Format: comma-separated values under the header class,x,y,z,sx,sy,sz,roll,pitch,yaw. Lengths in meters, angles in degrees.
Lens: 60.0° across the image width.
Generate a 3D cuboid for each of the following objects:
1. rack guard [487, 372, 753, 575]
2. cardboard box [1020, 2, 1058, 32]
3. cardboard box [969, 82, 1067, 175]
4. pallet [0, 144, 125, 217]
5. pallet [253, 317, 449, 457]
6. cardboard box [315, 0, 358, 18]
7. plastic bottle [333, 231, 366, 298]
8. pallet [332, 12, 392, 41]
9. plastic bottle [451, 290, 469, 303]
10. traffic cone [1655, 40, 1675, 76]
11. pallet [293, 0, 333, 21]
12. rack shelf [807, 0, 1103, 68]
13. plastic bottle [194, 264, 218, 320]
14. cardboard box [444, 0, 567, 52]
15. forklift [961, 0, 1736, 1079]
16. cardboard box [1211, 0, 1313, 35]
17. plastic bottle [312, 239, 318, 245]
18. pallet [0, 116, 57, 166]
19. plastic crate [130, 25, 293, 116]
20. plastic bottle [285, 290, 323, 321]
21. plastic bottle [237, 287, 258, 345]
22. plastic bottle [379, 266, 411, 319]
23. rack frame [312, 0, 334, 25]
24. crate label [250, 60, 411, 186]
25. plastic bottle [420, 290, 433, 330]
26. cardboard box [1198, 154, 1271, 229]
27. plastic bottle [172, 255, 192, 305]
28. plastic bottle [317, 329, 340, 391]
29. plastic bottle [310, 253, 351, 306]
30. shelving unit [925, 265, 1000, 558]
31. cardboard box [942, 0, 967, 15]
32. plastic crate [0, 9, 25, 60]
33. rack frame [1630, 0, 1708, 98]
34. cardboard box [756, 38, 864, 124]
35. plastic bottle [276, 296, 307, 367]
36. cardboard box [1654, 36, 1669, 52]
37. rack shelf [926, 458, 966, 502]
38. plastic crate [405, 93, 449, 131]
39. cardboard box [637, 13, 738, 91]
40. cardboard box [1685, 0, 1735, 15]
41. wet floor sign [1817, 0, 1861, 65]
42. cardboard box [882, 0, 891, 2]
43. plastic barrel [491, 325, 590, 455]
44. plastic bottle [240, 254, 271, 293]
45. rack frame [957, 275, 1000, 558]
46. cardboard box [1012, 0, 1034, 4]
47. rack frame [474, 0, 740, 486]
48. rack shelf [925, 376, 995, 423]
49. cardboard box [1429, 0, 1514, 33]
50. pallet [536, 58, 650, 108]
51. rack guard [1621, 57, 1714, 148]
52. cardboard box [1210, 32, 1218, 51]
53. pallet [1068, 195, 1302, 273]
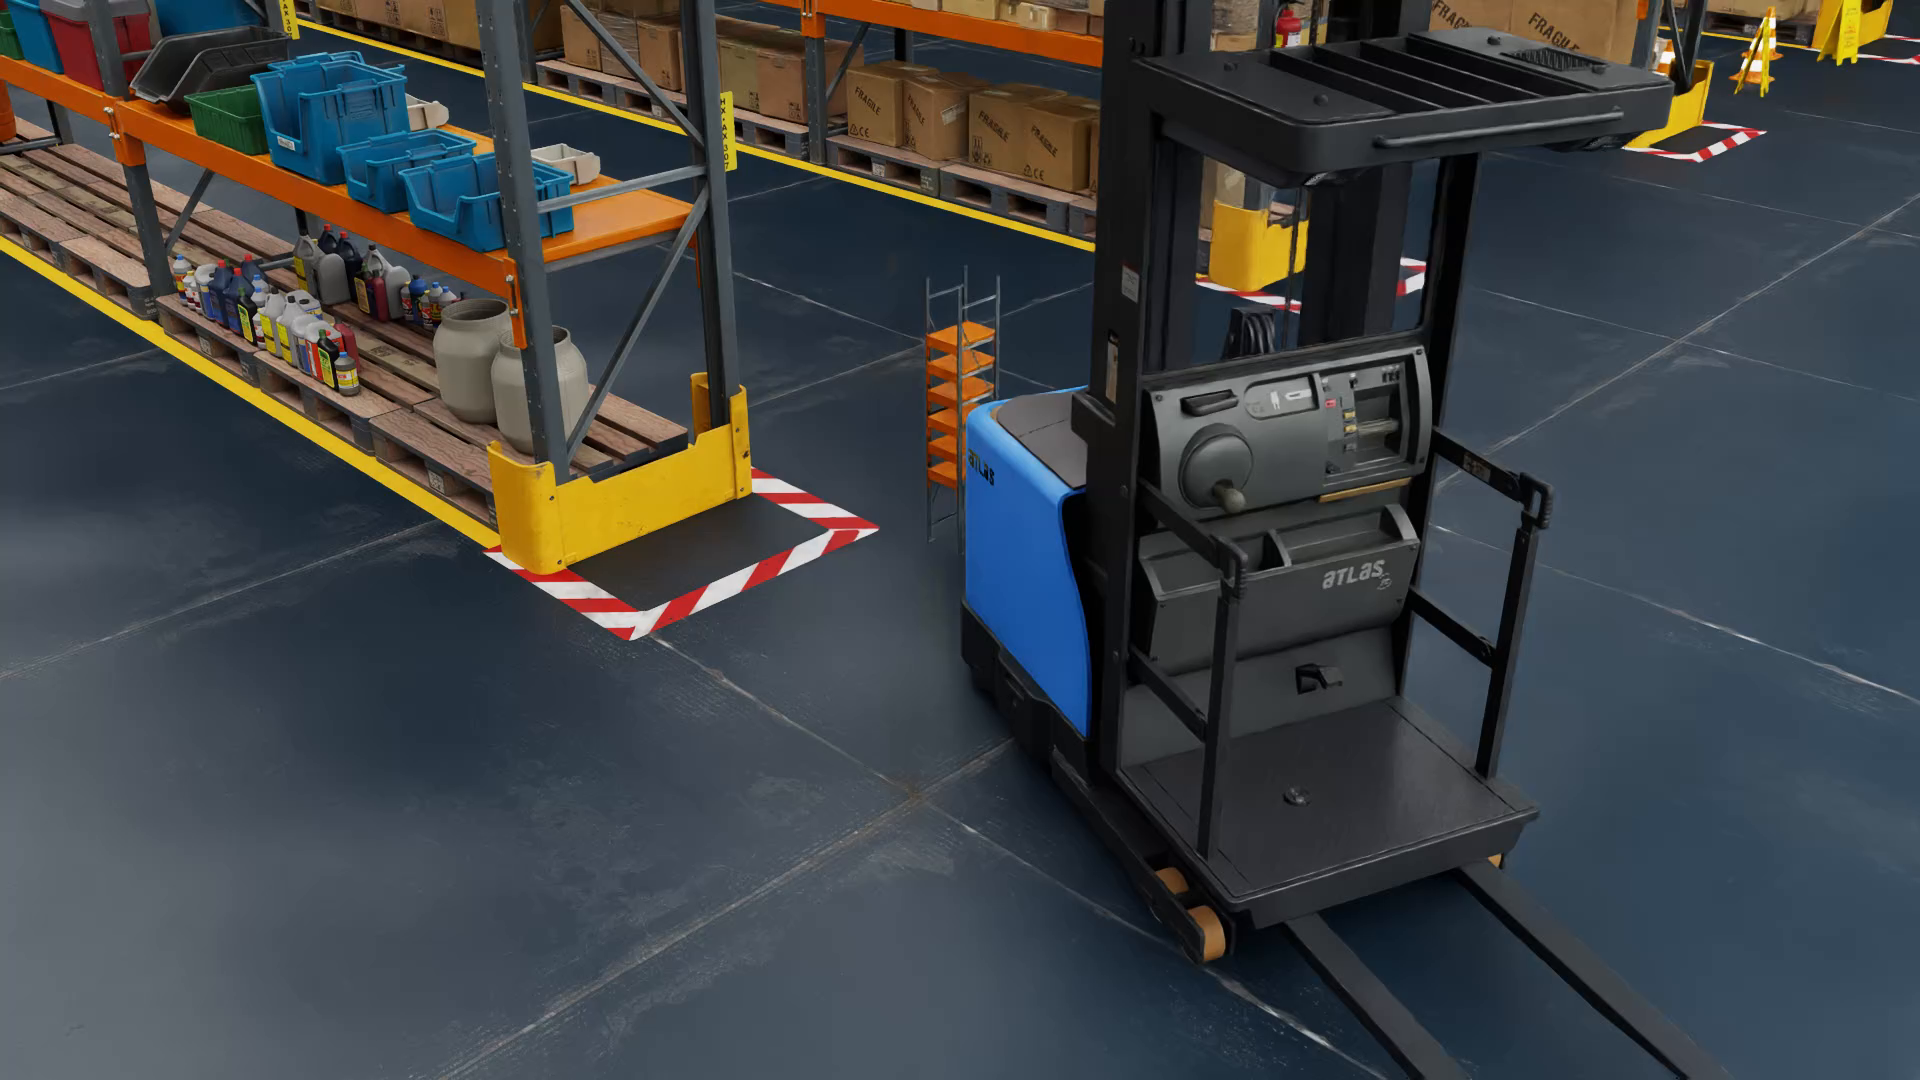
class,x,y,z,sx,sy,sz,roll,pitch,yaw
rack guard,-1.464,-0.311,7.304,0.348,0.500,1.175,25,36,38
cardboard box,0.604,-3.420,10.801,0.250,0.149,0.380,25,36,38
cardboard box,0.412,-2.932,11.837,0.500,0.500,0.500,21,34,34
pallet,-6.556,-2.519,11.813,1.213,0.211,1.003,25,36,38
pallet,-2.905,-0.848,8.636,1.213,0.211,1.003,25,36,38
cardboard box,-5.991,-6.011,17.290,0.875,0.875,1.225,25,36,39
plastic bottle,-3.431,-1.559,9.365,0.185,0.351,0.144,22,35,36
pallet,-5.858,-5.506,17.495,1.213,0.211,1.003,25,36,38
plastic bottle,-2.600,-1.176,8.709,0.061,0.283,0.133,-25,36,-38
traffic cone,6.262,-4.187,14.715,0.334,0.463,0.336,25,36,38
pallet,-6.949,-6.007,18.448,1.213,0.211,1.003,25,36,38
rack shelf,0.669,-3.386,11.240,4.000,0.370,1.077,25,36,38
plastic bottle,-4.060,-1.357,9.061,0.152,0.276,0.135,-24,36,-37
cardboard box,-4.086,-5.140,15.633,0.875,0.875,1.225,23,35,36
forklift,1.054,-0.282,4.637,1.130,2.935,3.031,-11,30,-21
cardboard box,1.723,-3.416,10.097,0.500,0.500,0.875,25,36,38
plastic bottle,-3.752,-1.655,9.708,0.097,0.201,0.097,0,28,0
pallet,-7.673,-3.028,12.781,1.213,0.211,1.003,25,36,38
plastic crate,-3.945,-2.473,8.797,0.504,0.338,0.767,25,36,38
plastic bottle,-3.421,-1.159,8.684,0.135,0.276,0.152,25,36,38
plastic bottle,-3.721,-1.175,8.708,0.061,0.283,0.133,-23,36,-37
plastic bottle,-3.088,-1.366,9.078,0.152,0.276,0.135,-25,36,-38
rack frame,-6.461,-6.967,17.278,0.127,3.000,1.000,25,36,38
crate label,-2.879,-1.935,7.668,0.616,0.435,0.502,25,36,38
plastic bottle,-2.838,-1.236,8.912,0.097,0.201,0.097,0,28,0
cardboard box,1.662,-2.341,10.713,0.500,0.500,0.500,-18,33,-30
plastic bottle,-4.309,-1.451,9.245,0.097,0.271,0.097,0,28,0
plastic bottle,-3.090,-0.886,8.159,0.061,0.283,0.133,-24,36,-38
plastic bottle,-3.517,-1.468,9.273,0.135,0.276,0.152,25,36,38
shelving unit,0.010,-0.526,6.962,0.189,1.200,0.258,25,36,38
cardboard box,0.094,-3.676,11.288,0.250,0.149,0.380,25,36,38
plastic crate,-5.669,-3.094,10.139,0.662,0.188,0.450,25,36,38
rack frame,5.645,-4.665,12.899,0.127,3.000,1.000,25,36,38
cardboard box,-1.179,-3.653,13.187,0.500,0.500,0.700,21,34,35
plastic bottle,-3.374,-1.074,8.442,0.144,0.351,0.185,-24,36,-37
cardboard box,6.693,-4.836,16.287,0.380,0.149,0.250,-7,29,-14
rack shelf,0.010,-0.275,7.094,0.180,0.103,0.258,25,36,38
plastic crate,-2.894,-2.151,8.401,0.437,0.136,0.530,25,36,38
cardboard box,-2.304,-4.179,14.188,0.700,0.500,0.500,-22,35,-35
cardboard box,7.915,-5.656,17.286,0.500,0.250,0.500,25,37,39
wet floor sign,8.429,-4.882,15.840,0.267,0.644,0.232,-13,30,-22
cardboard box,-0.447,-3.918,11.747,0.250,0.149,0.380,25,36,38
plastic barrel,-1.900,-0.682,7.547,0.421,0.512,0.421,0,28,0
plastic bottle,-3.843,-1.382,9.030,0.185,0.351,0.144,25,36,38
rack frame,0.076,-0.496,6.905,0.006,1.200,0.240,25,36,38
cardboard box,0.607,-3.884,10.987,0.500,0.500,0.875,25,36,38
rack frame,-1.377,-1.408,6.705,0.127,3.000,1.000,25,36,38
rack shelf,0.010,-0.593,6.927,0.180,0.103,0.258,25,36,38
cardboard box,4.486,-4.396,14.219,0.875,0.875,0.875,24,36,38
pallet,-3.053,-4.173,14.958,1.213,0.211,1.003,25,36,38
rack guard,5.662,-3.551,13.466,0.348,0.500,1.175,25,36,38
cardboard box,1.570,-3.047,10.092,0.250,0.149,0.380,25,36,38
pallet,1.487,-2.119,11.054,1.213,0.211,1.003,25,36,38
